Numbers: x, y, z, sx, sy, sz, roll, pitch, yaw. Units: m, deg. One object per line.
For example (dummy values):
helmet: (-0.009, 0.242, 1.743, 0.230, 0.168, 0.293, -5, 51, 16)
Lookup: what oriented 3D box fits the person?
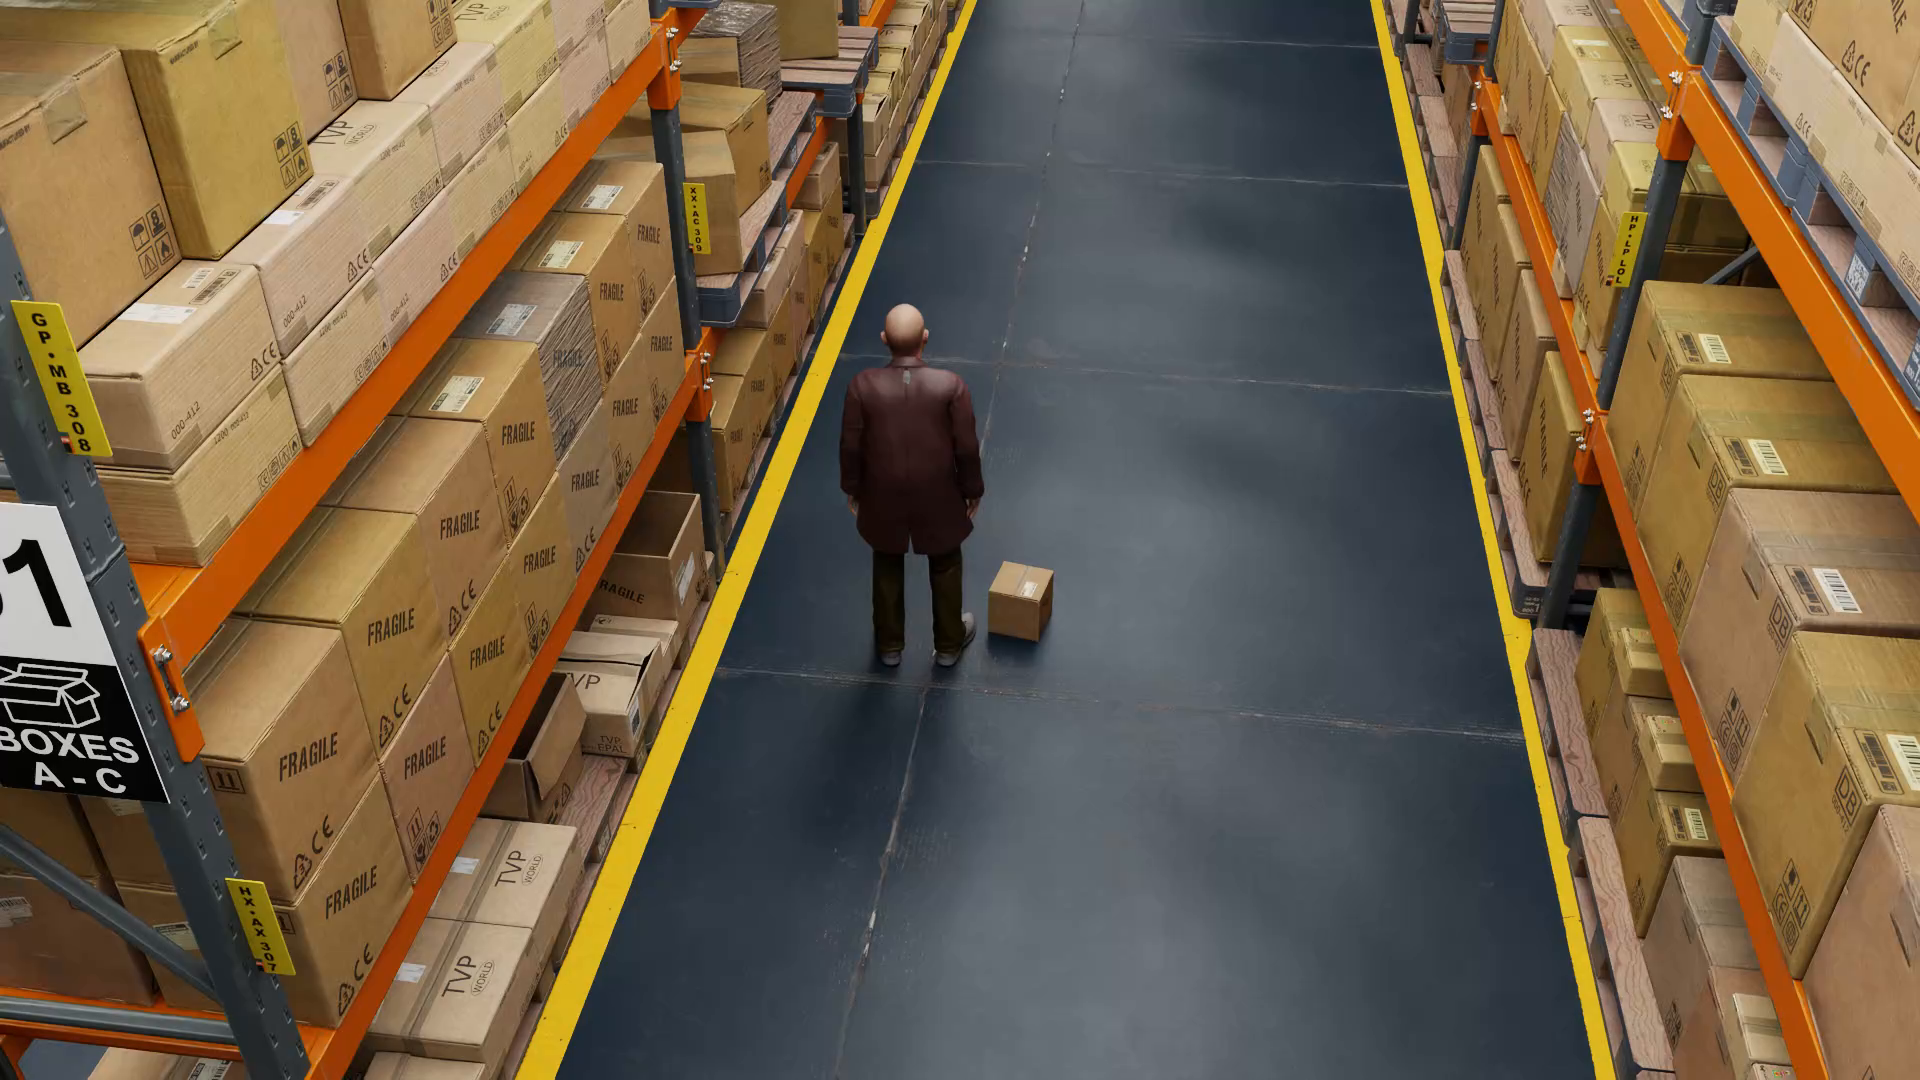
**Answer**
person: (-0.210, -0.215, 7.355, 0.639, 1.773, 0.429, 2, 36, 3)
